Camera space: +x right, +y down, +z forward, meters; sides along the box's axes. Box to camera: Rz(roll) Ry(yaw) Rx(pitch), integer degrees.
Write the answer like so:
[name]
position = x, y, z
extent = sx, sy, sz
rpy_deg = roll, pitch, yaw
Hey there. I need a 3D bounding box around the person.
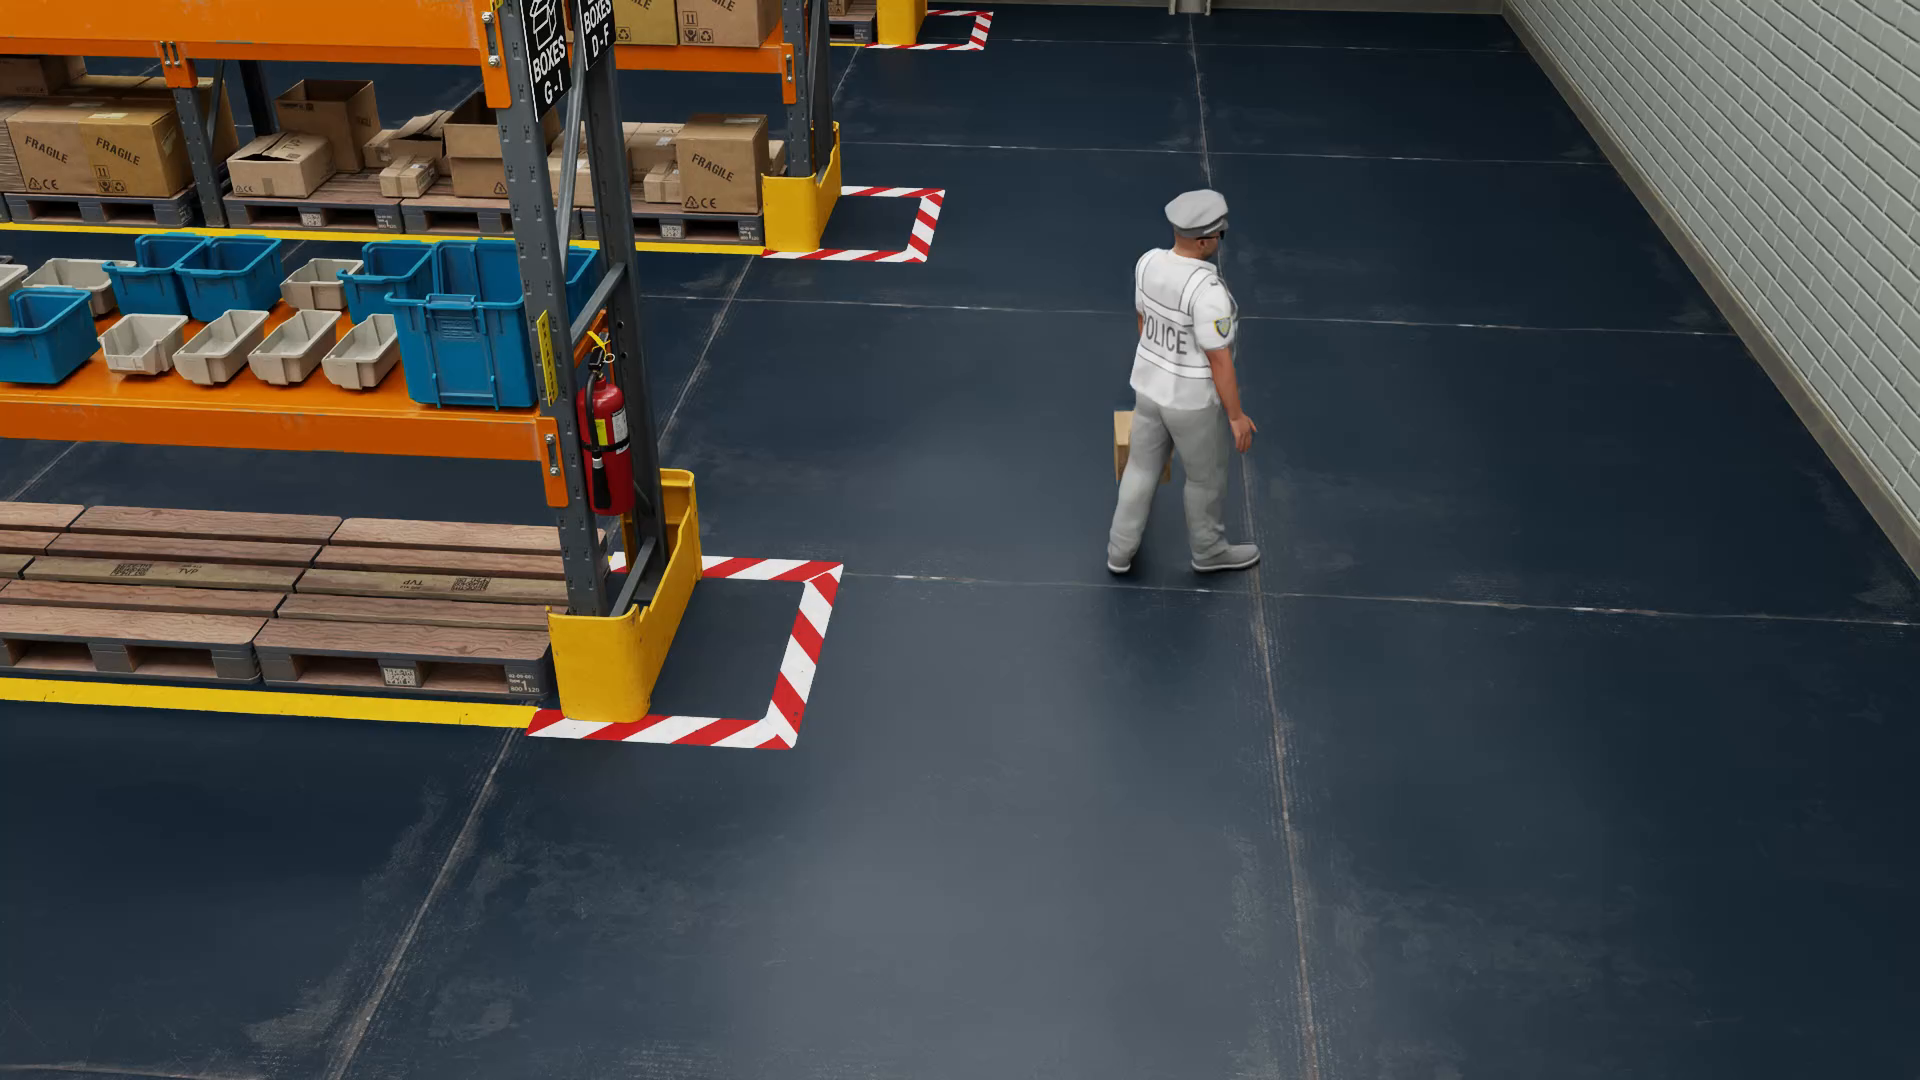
[person]
position = 1.012, -0.635, 7.131
extent = 0.653, 1.754, 0.671
rpy_deg = -21, 38, -30
